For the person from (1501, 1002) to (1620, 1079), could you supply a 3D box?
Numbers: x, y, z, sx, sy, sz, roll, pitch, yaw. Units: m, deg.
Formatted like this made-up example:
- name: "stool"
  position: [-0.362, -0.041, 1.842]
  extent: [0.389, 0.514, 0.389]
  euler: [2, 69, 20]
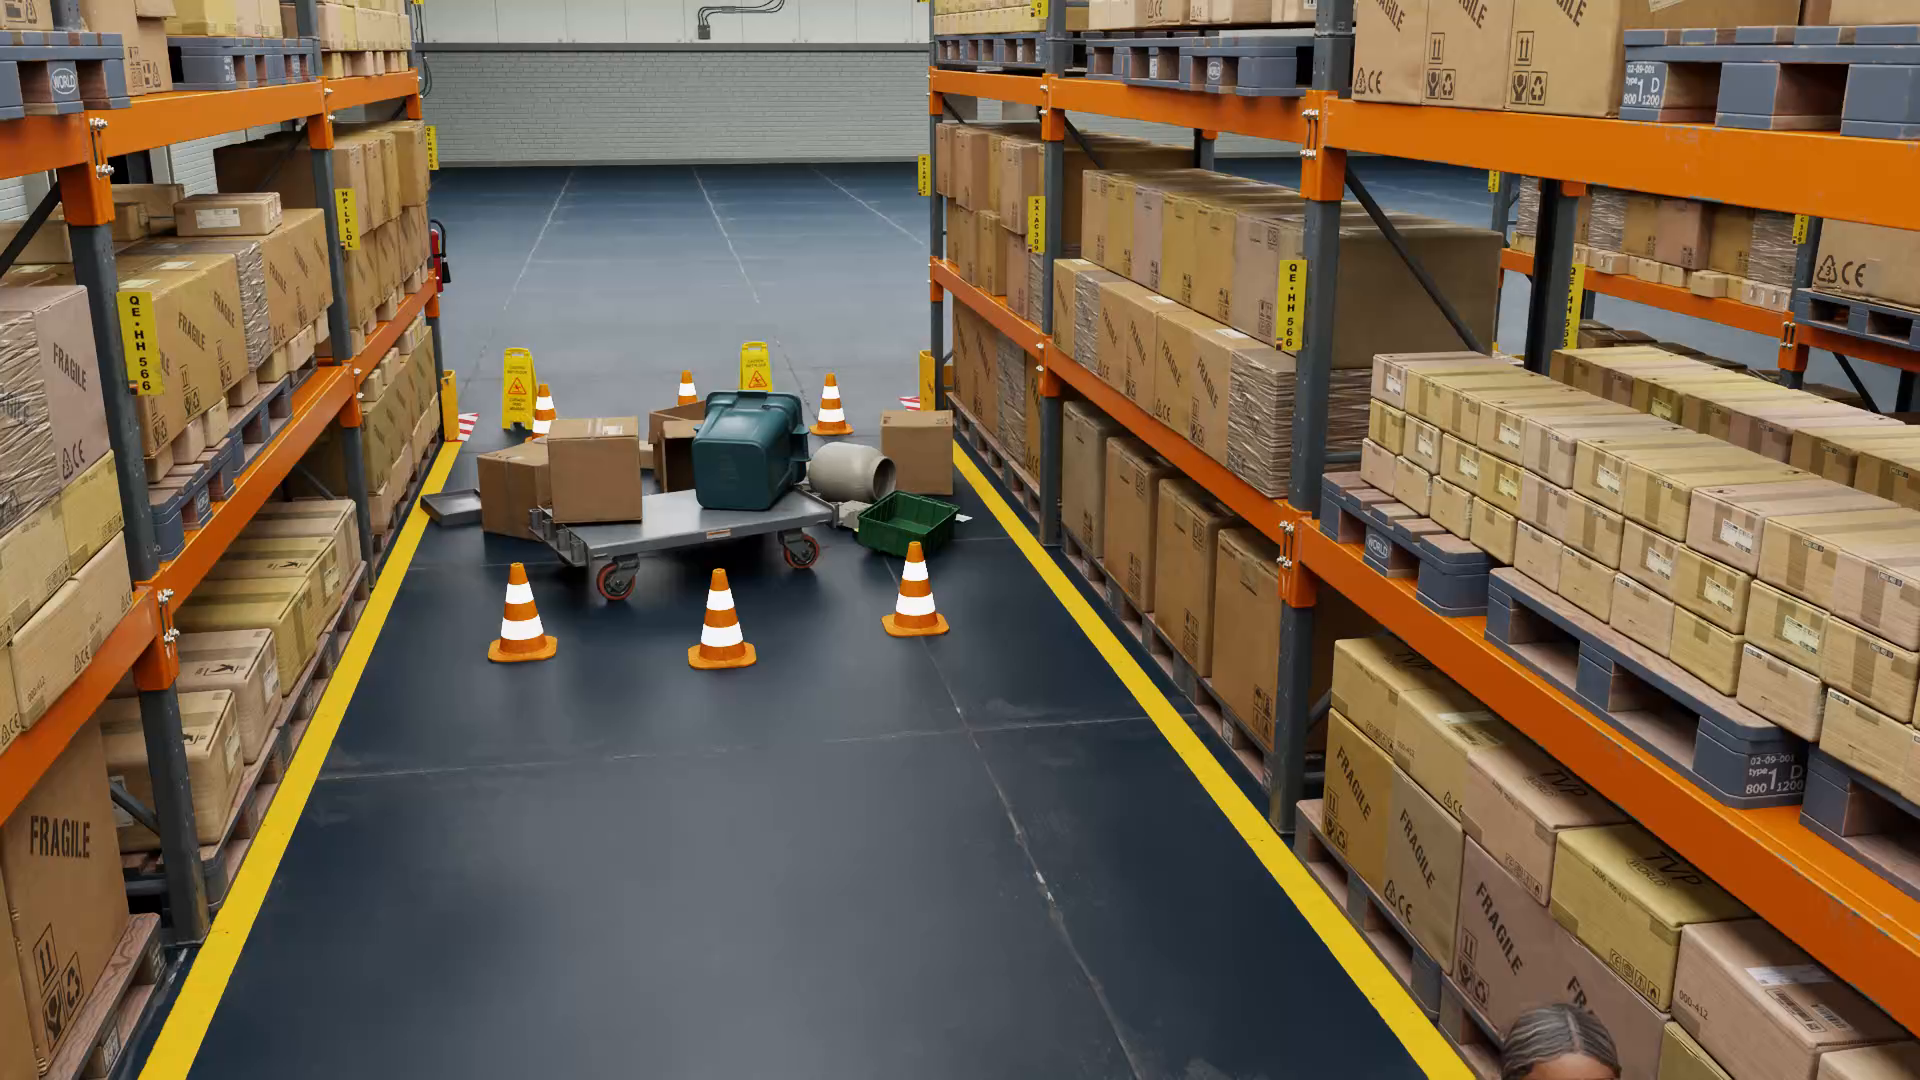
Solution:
- name: "person"
  position: [0.906, 1.473, 2.588]
  extent: [0.436, 1.586, 1.000]
  euler: [-3, 17, -11]
